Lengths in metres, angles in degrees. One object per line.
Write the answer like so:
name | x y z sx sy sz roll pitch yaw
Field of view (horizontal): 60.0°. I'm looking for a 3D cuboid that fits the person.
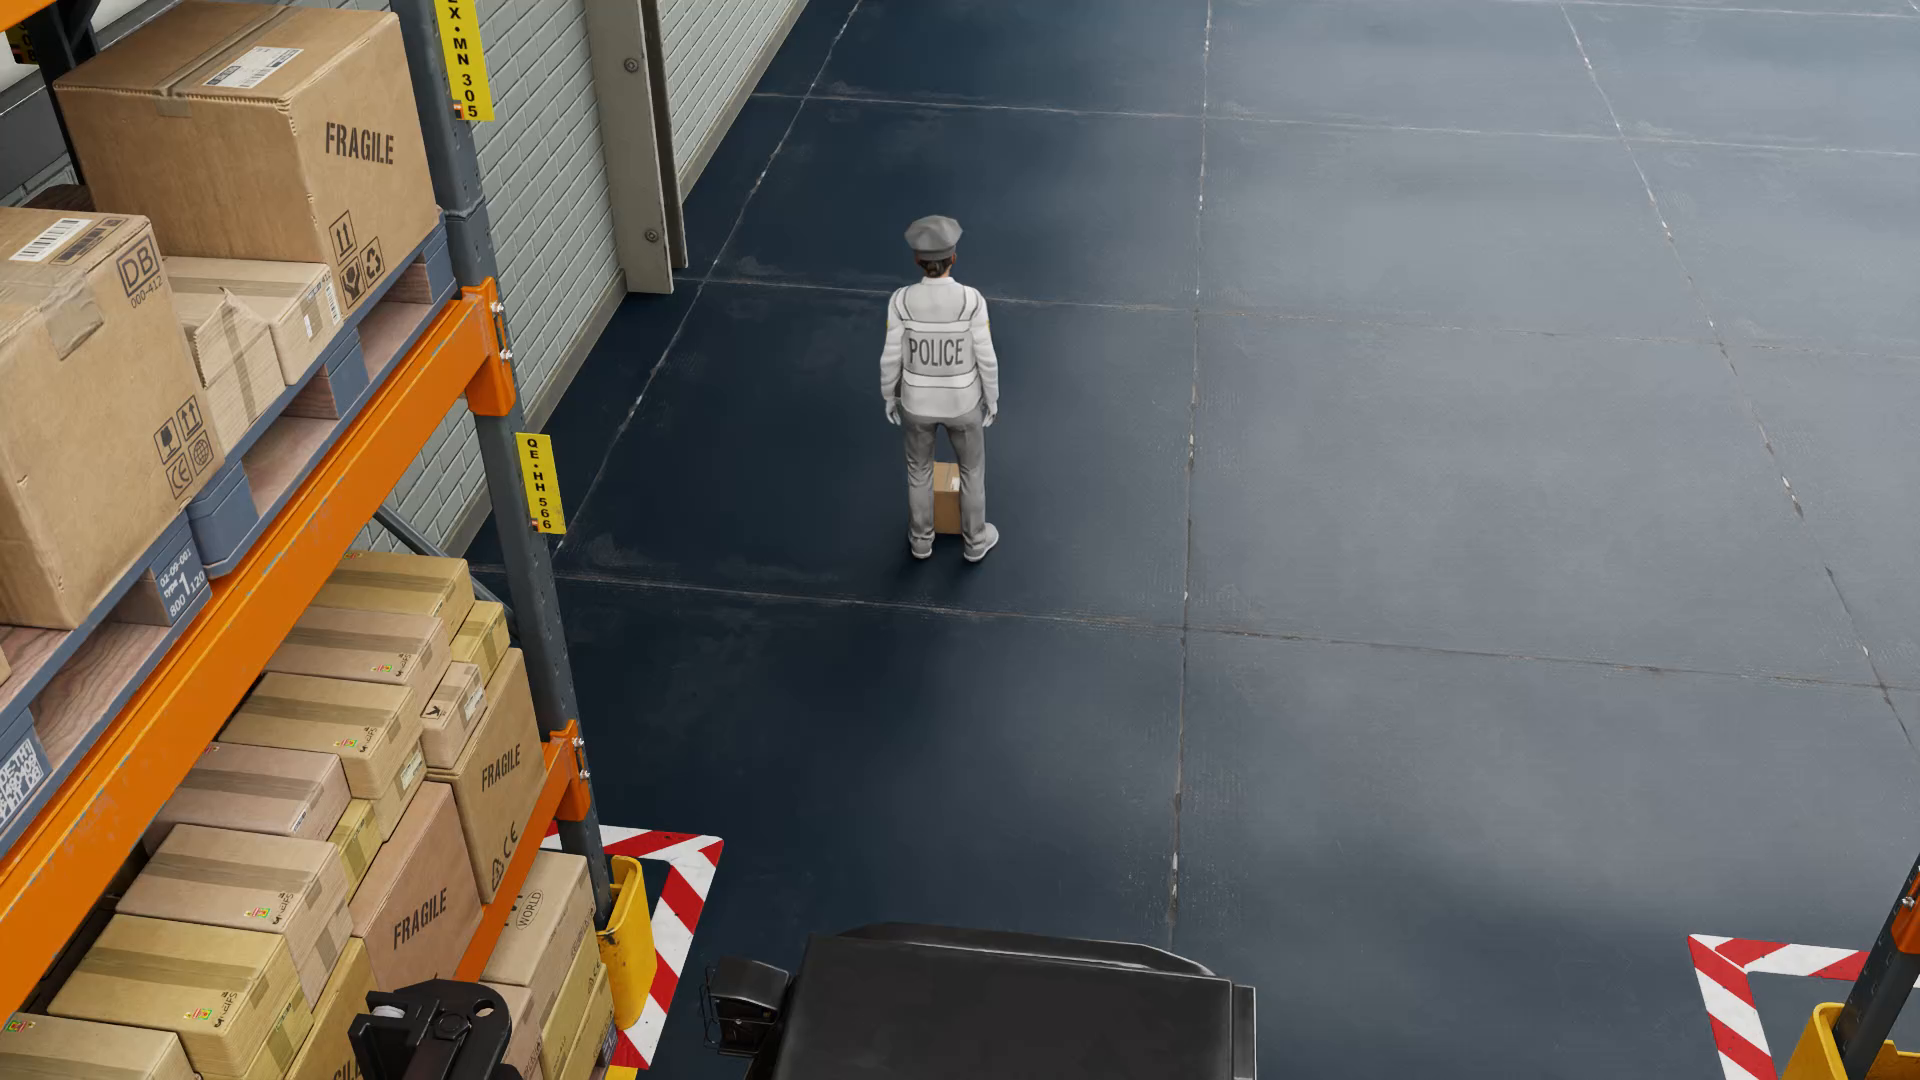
person | -0.088 -0.629 7.501 0.535 1.662 0.373 2 36 3
